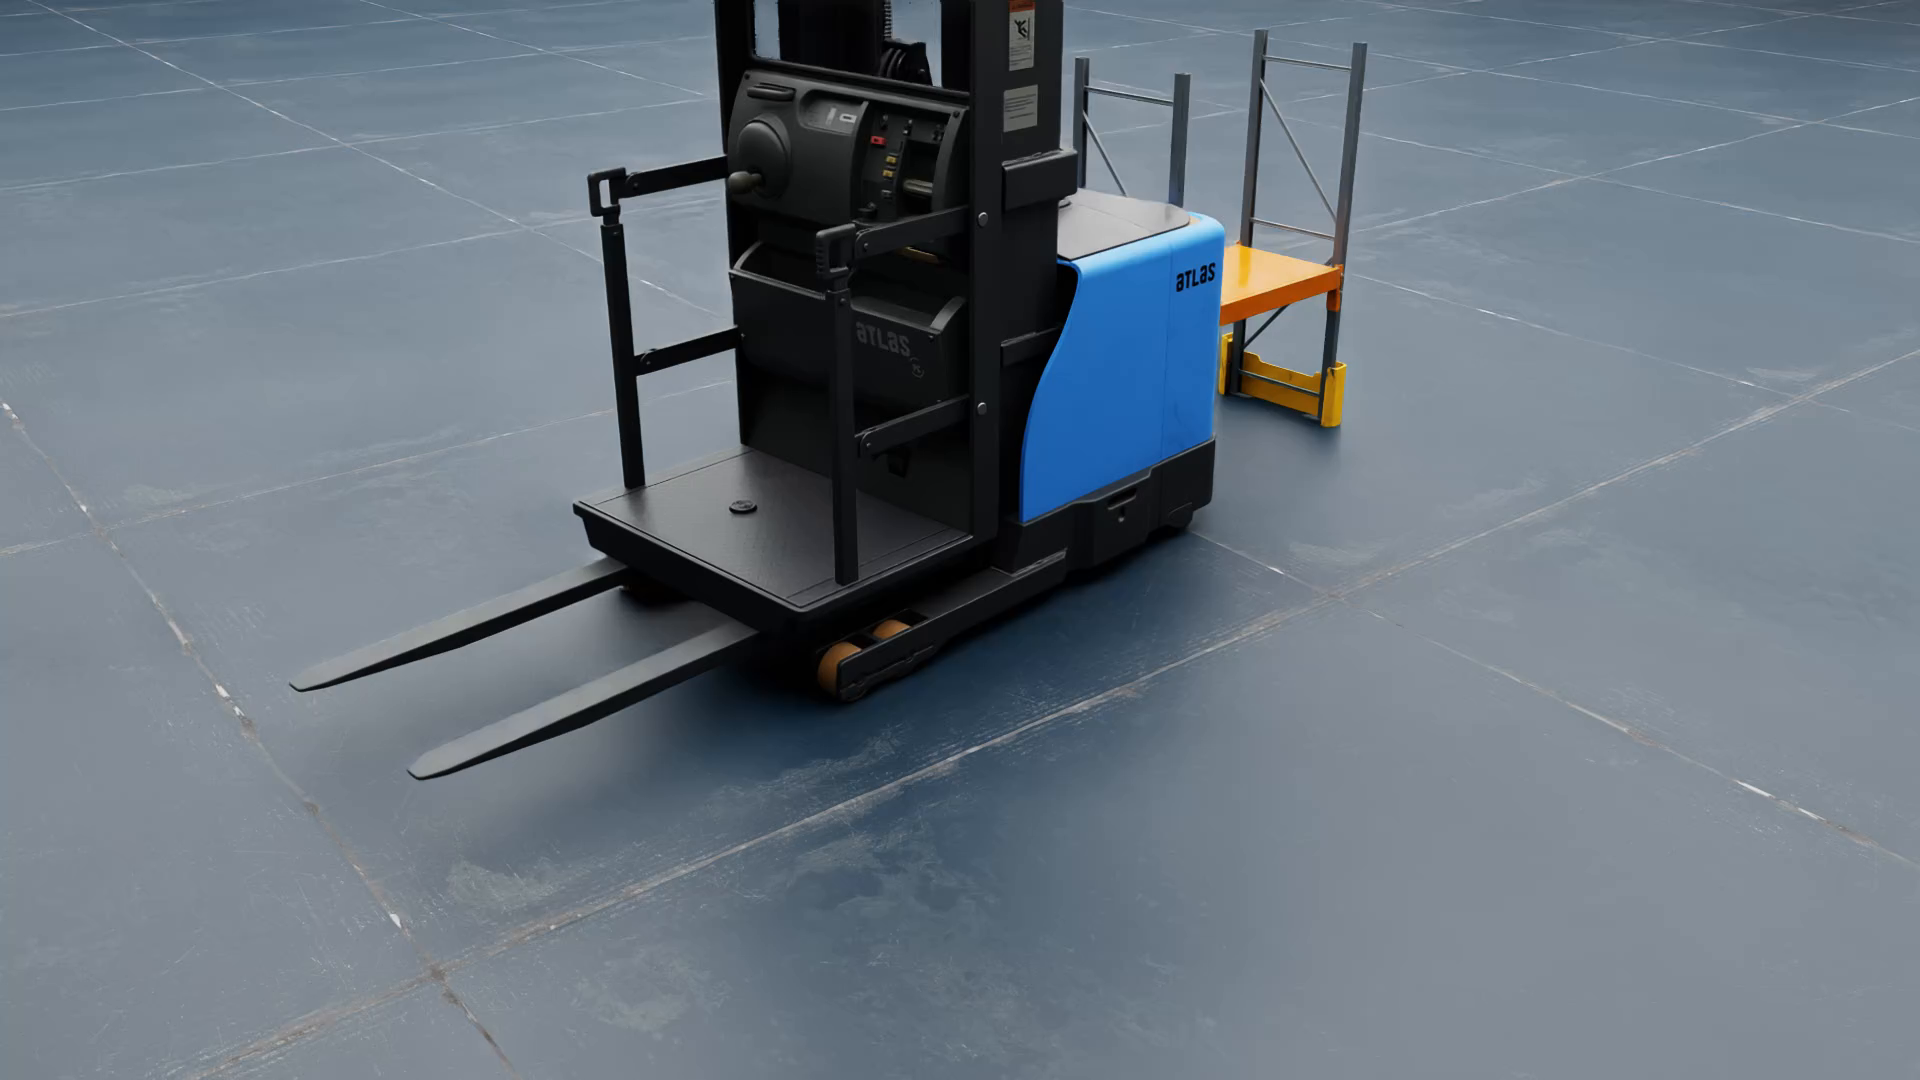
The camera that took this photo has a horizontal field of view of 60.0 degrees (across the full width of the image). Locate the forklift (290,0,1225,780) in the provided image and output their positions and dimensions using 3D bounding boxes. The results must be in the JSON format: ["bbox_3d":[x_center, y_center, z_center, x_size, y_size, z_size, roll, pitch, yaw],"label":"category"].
[{"bbox_3d":[-0.490,-1.111,4.662,1.130,2.935,3.031,22,33,39],"label":"forklift"}]

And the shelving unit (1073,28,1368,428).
[{"bbox_3d":[0.964,-1.091,6.319,1.083,1.500,0.587,-21,32,-38],"label":"shelving unit"}]

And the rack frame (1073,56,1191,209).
[{"bbox_3d":[0.585,-0.942,5.999,0.032,1.500,0.500,-21,32,-38],"label":"rack frame"}]

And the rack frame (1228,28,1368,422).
[{"bbox_3d":[1.328,-1.235,6.629,0.032,1.500,0.500,-21,32,-38],"label":"rack frame"}]

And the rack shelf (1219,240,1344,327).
[{"bbox_3d":[0.957,-0.925,6.390,1.000,0.185,0.538,-21,32,-38],"label":"rack shelf"}]

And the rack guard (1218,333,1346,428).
[{"bbox_3d":[1.327,-0.667,6.891,0.087,0.250,0.587,-21,32,-38],"label":"rack guard"}]
